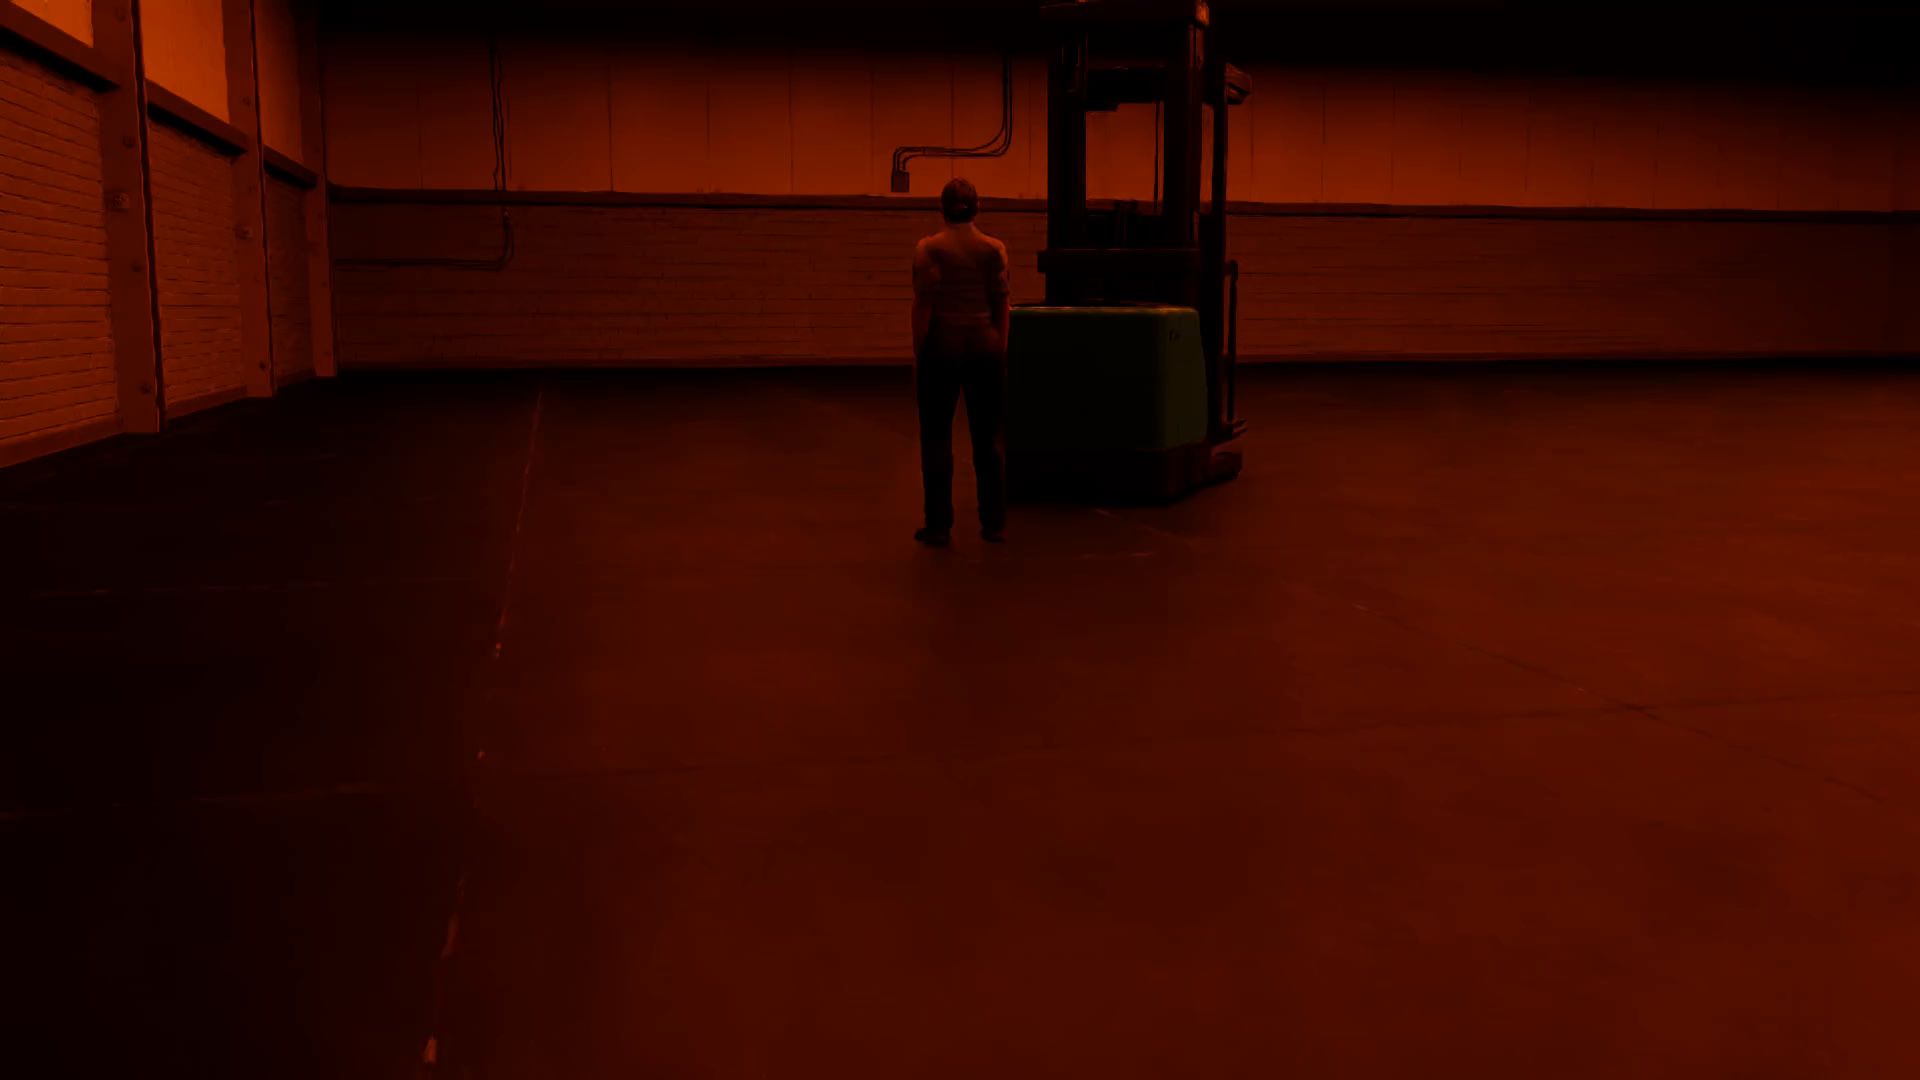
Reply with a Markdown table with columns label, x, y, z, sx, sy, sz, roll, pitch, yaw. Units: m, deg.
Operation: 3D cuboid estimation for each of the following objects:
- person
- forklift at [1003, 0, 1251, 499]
| label | x | y | z | sx | sy | sz | roll | pitch | yaw |
| --- | --- | --- | --- | --- | --- | --- | --- | --- | --- |
| person | 0.004 | -0.816 | 7.610 | 0.480 | 1.653 | 0.349 | -2 | 8 | -13 |
| forklift | 1.156 | -1.845 | 10.313 | 1.130 | 2.935 | 3.031 | 3 | 9 | 21 |
